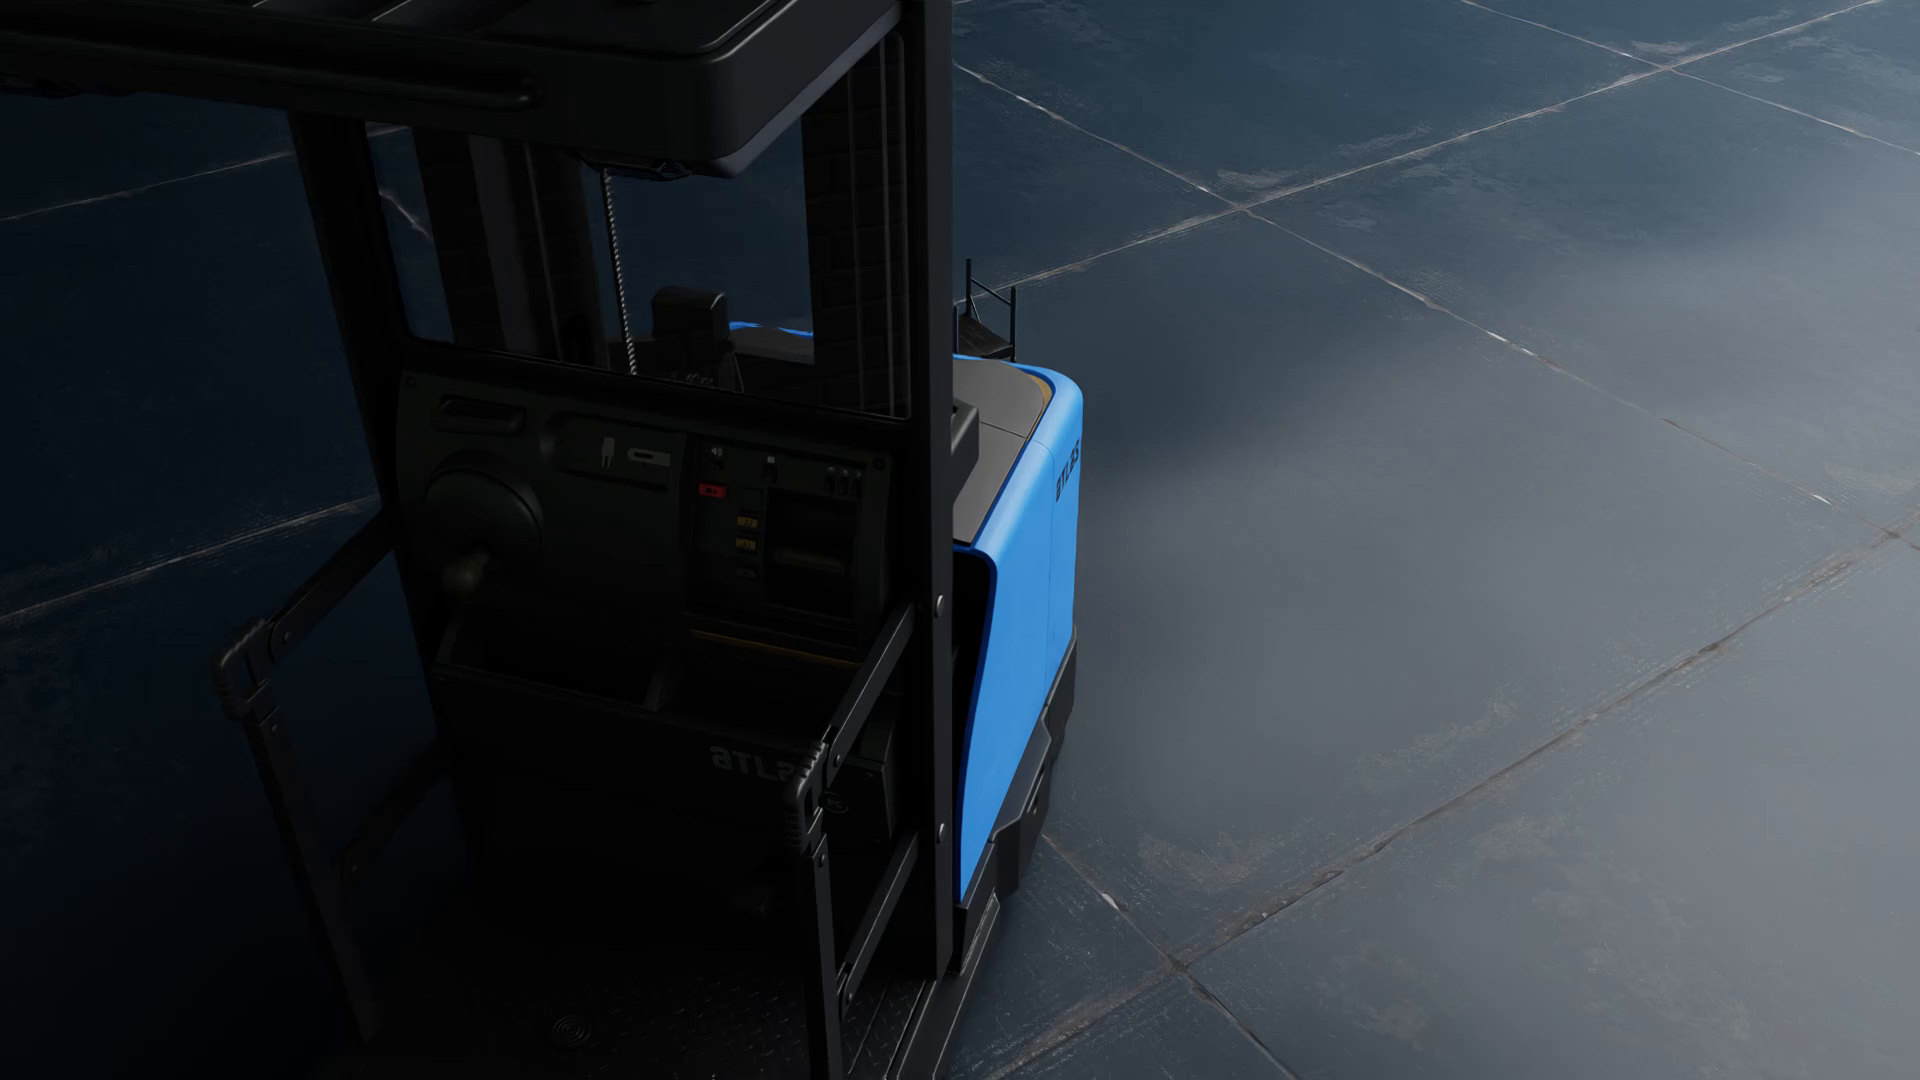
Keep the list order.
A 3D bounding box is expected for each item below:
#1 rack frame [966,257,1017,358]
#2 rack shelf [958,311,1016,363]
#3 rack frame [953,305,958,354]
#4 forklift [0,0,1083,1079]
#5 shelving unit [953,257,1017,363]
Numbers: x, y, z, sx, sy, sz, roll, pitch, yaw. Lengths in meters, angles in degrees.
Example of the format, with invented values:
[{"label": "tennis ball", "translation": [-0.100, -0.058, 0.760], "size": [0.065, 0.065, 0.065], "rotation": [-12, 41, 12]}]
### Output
[{"label": "rack frame", "translation": [0.090, -0.402, 5.039], "size": [0.006, 0.900, 0.240], "rotation": [-22, 41, -28]}, {"label": "rack shelf", "translation": [0.007, -0.560, 4.853], "size": [0.200, 0.077, 0.258], "rotation": [-22, 41, -28]}, {"label": "rack frame", "translation": [-0.076, -0.334, 4.943], "size": [0.006, 0.900, 0.240], "rotation": [-22, 41, -28]}, {"label": "forklift", "translation": [-0.623, 0.015, 2.719], "size": [1.130, 2.935, 3.031], "rotation": [10, 37, 14]}, {"label": "shelving unit", "translation": [0.007, -0.368, 4.991], "size": [0.210, 0.900, 0.258], "rotation": [-22, 41, -28]}]
